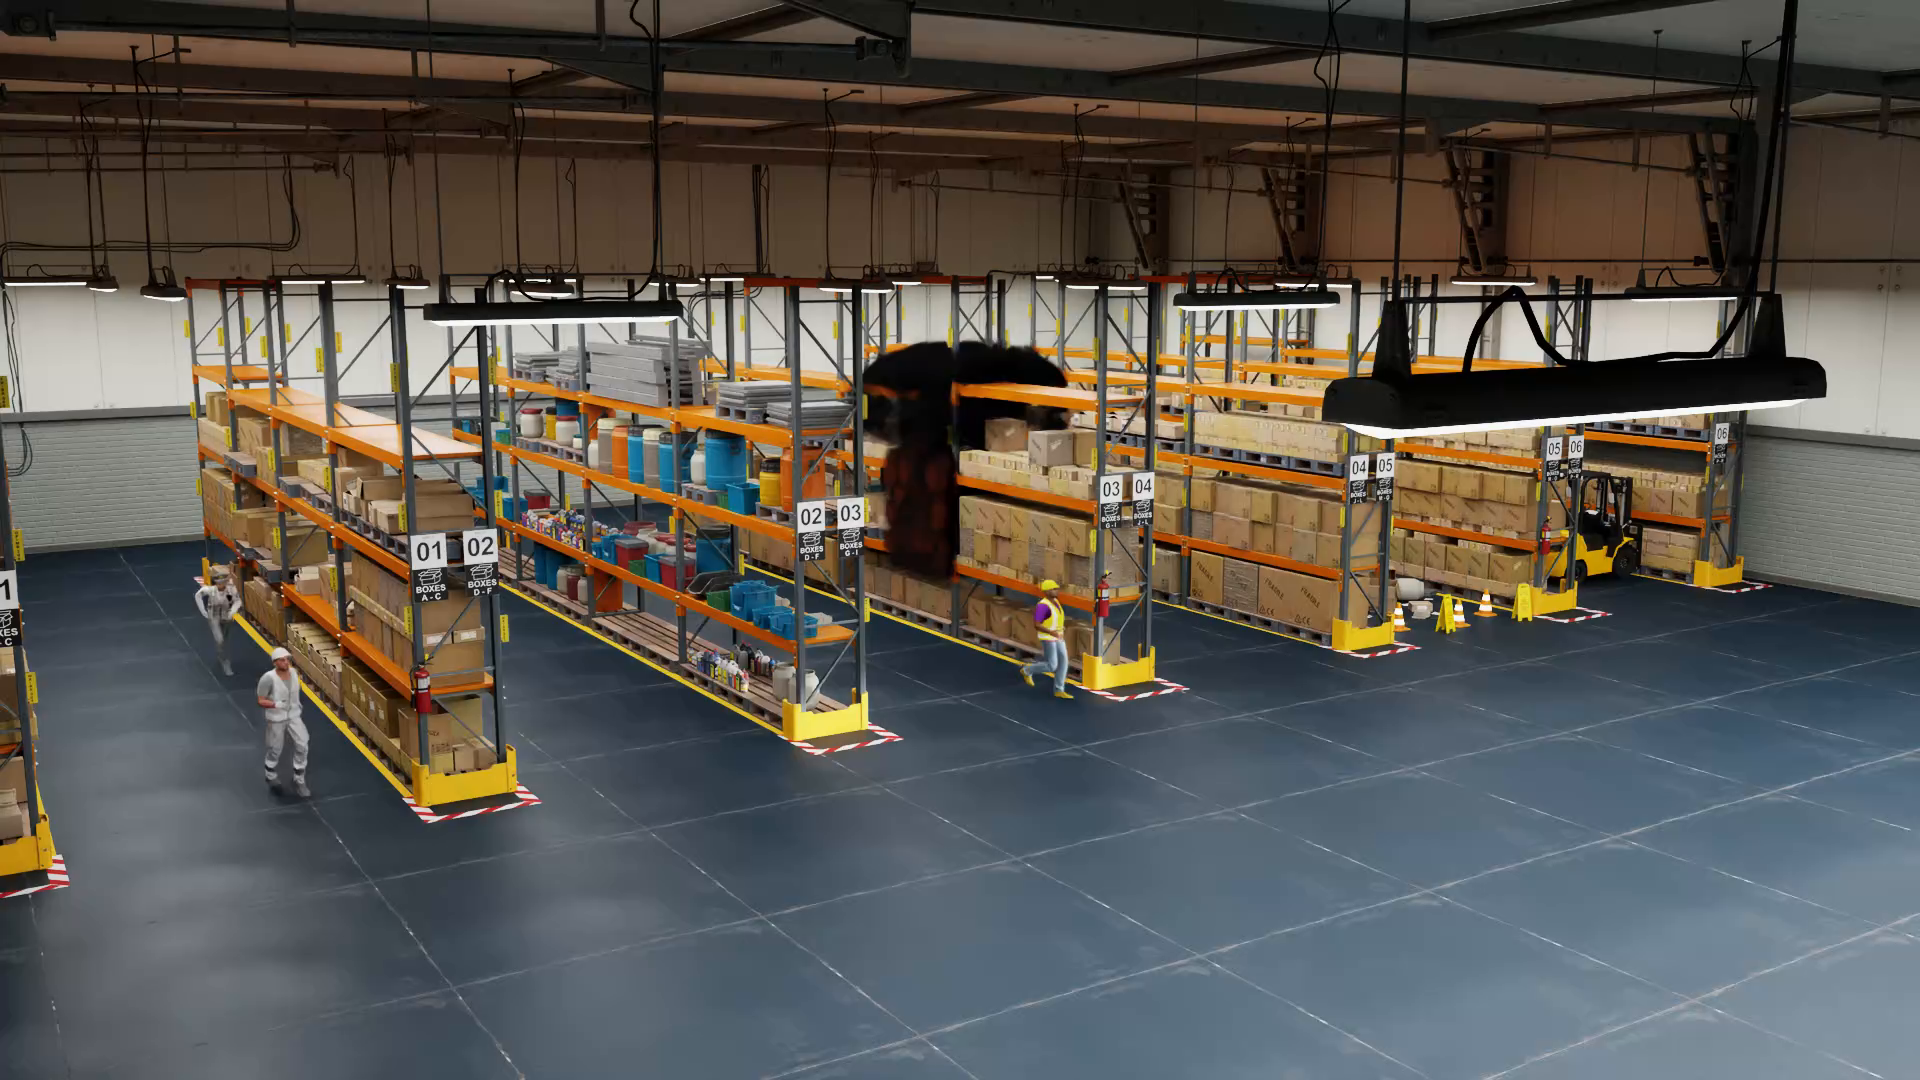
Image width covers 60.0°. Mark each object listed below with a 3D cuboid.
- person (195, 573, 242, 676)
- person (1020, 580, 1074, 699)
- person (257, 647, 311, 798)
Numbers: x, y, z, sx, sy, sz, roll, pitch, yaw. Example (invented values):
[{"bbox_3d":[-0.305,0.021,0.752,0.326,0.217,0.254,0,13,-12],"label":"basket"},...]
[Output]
[{"bbox_3d":[-11.512,1.265,25.846,0.655,1.628,0.968,-6,11,-30],"label":"person"},{"bbox_3d":[1.290,1.438,24.273,0.828,1.749,0.708,5,11,29],"label":"person"},{"bbox_3d":[-8.065,2.164,19.798,0.835,1.831,0.589,9,13,44],"label":"person"}]
